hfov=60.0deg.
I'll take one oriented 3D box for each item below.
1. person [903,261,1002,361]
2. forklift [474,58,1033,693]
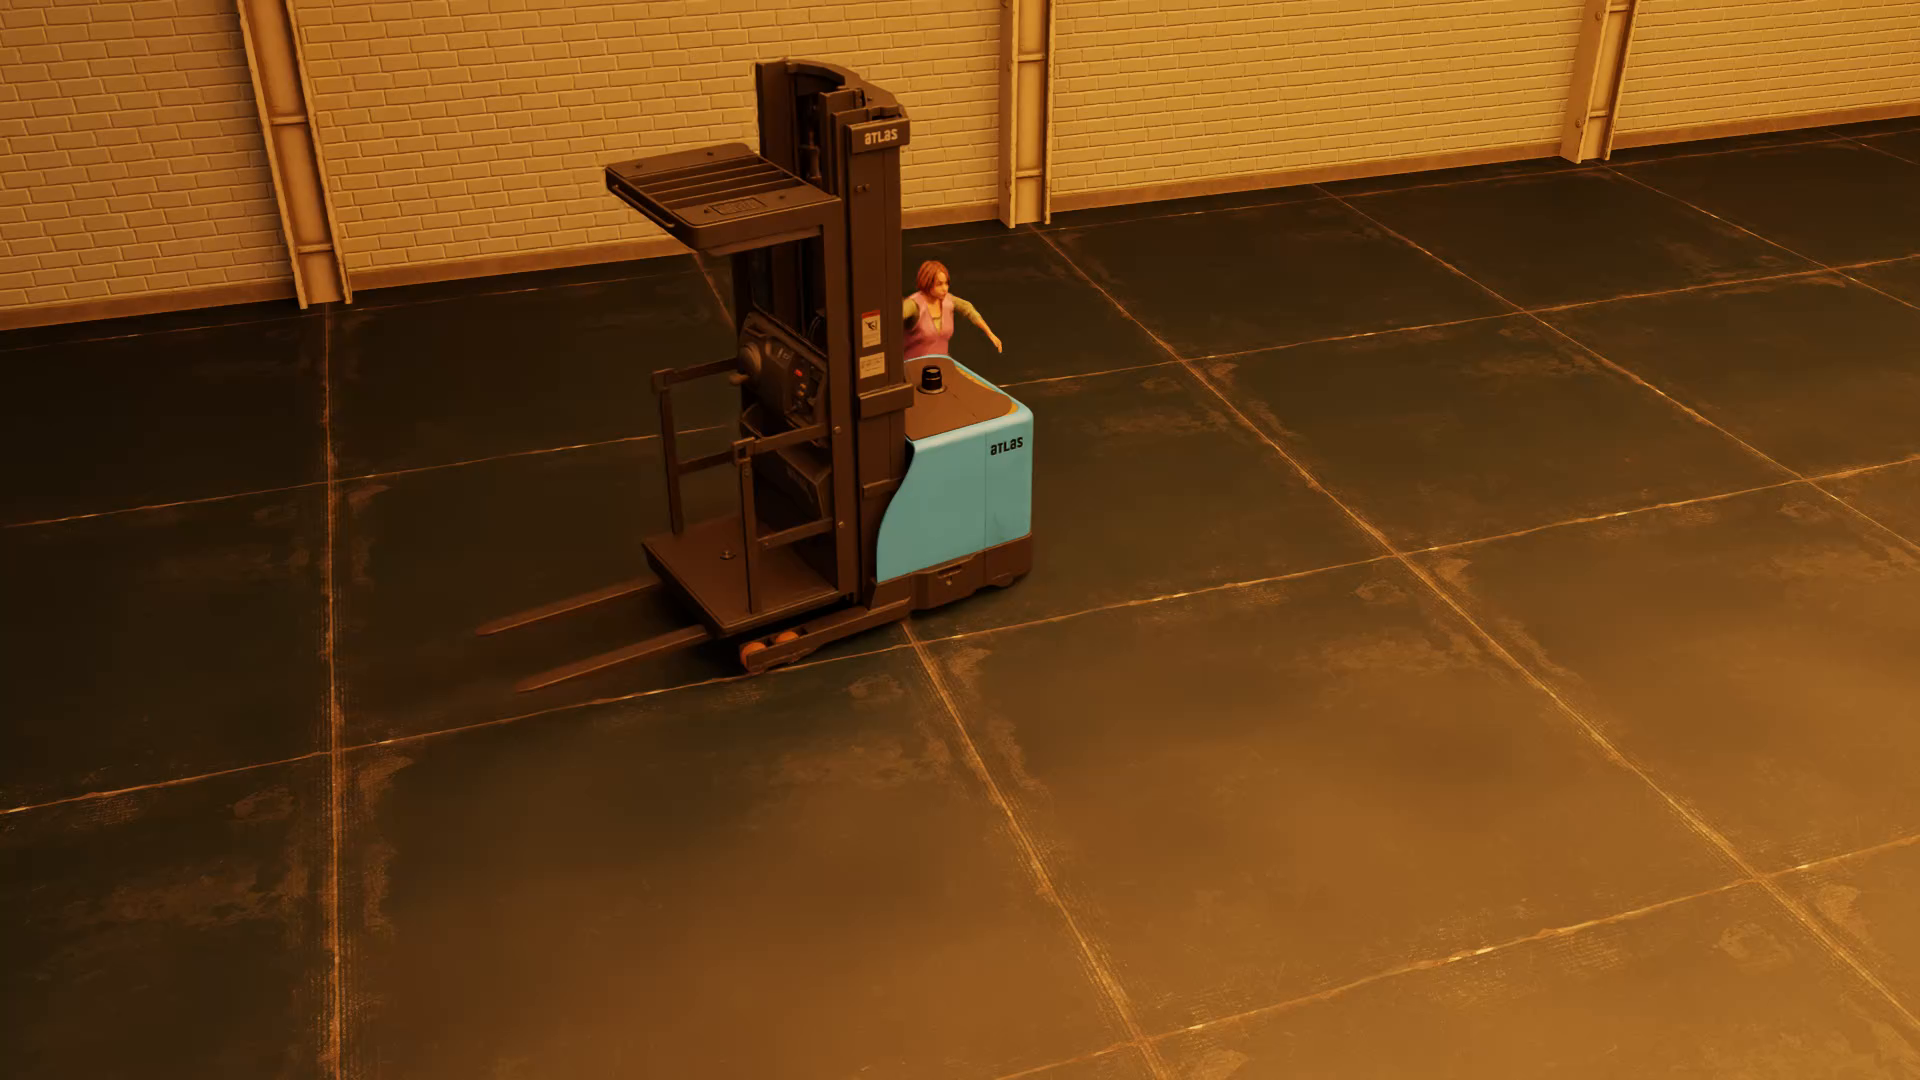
[{"bbox_3d":[-0.062,-0.976,10.225,0.887,1.476,0.682,-21,36,-32],"label":"person"},{"bbox_3d":[-1.103,-0.862,8.586,3.031,2.935,1.130,-17,34,-28],"label":"forklift"}]
